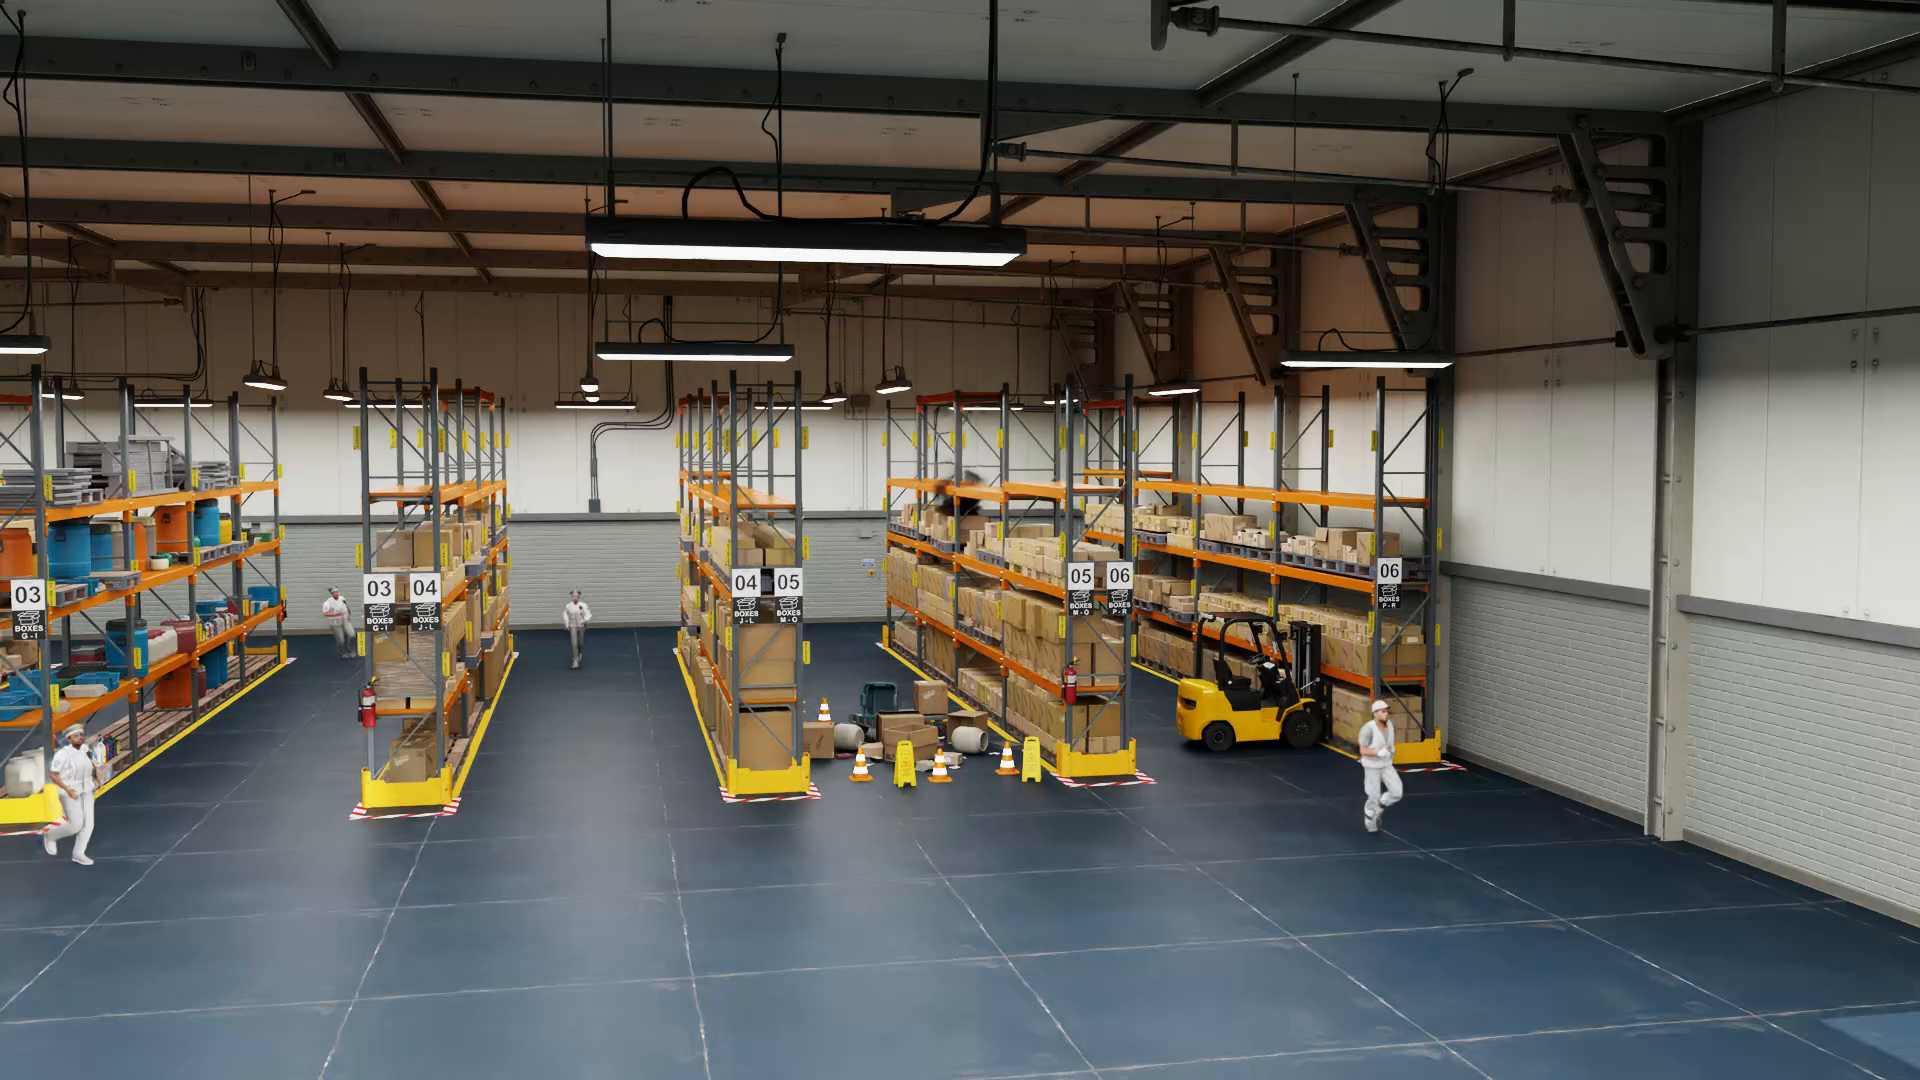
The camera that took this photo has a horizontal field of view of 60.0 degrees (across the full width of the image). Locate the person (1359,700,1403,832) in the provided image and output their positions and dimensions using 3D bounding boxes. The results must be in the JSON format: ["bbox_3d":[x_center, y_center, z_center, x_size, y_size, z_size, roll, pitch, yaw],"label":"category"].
[{"bbox_3d":[5.322,2.869,20.966,0.704,1.724,0.726,-1,4,-23],"label":"person"}]

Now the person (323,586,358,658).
[{"bbox_3d":[-14.186,1.889,38.029,0.624,1.685,0.776,3,5,44],"label":"person"}]

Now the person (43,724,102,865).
[{"bbox_3d":[-10.541,3.004,19.783,0.613,1.681,0.578,1,4,23],"label":"person"}]

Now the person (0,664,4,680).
[{"bbox_3d":[-16.275,2.535,27.684,0.564,1.625,0.566,-1,4,-21],"label":"person"}]

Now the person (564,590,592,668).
[{"bbox_3d":[-8.465,1.941,36.824,0.610,1.694,0.839,-1,3,-10],"label":"person"}]
